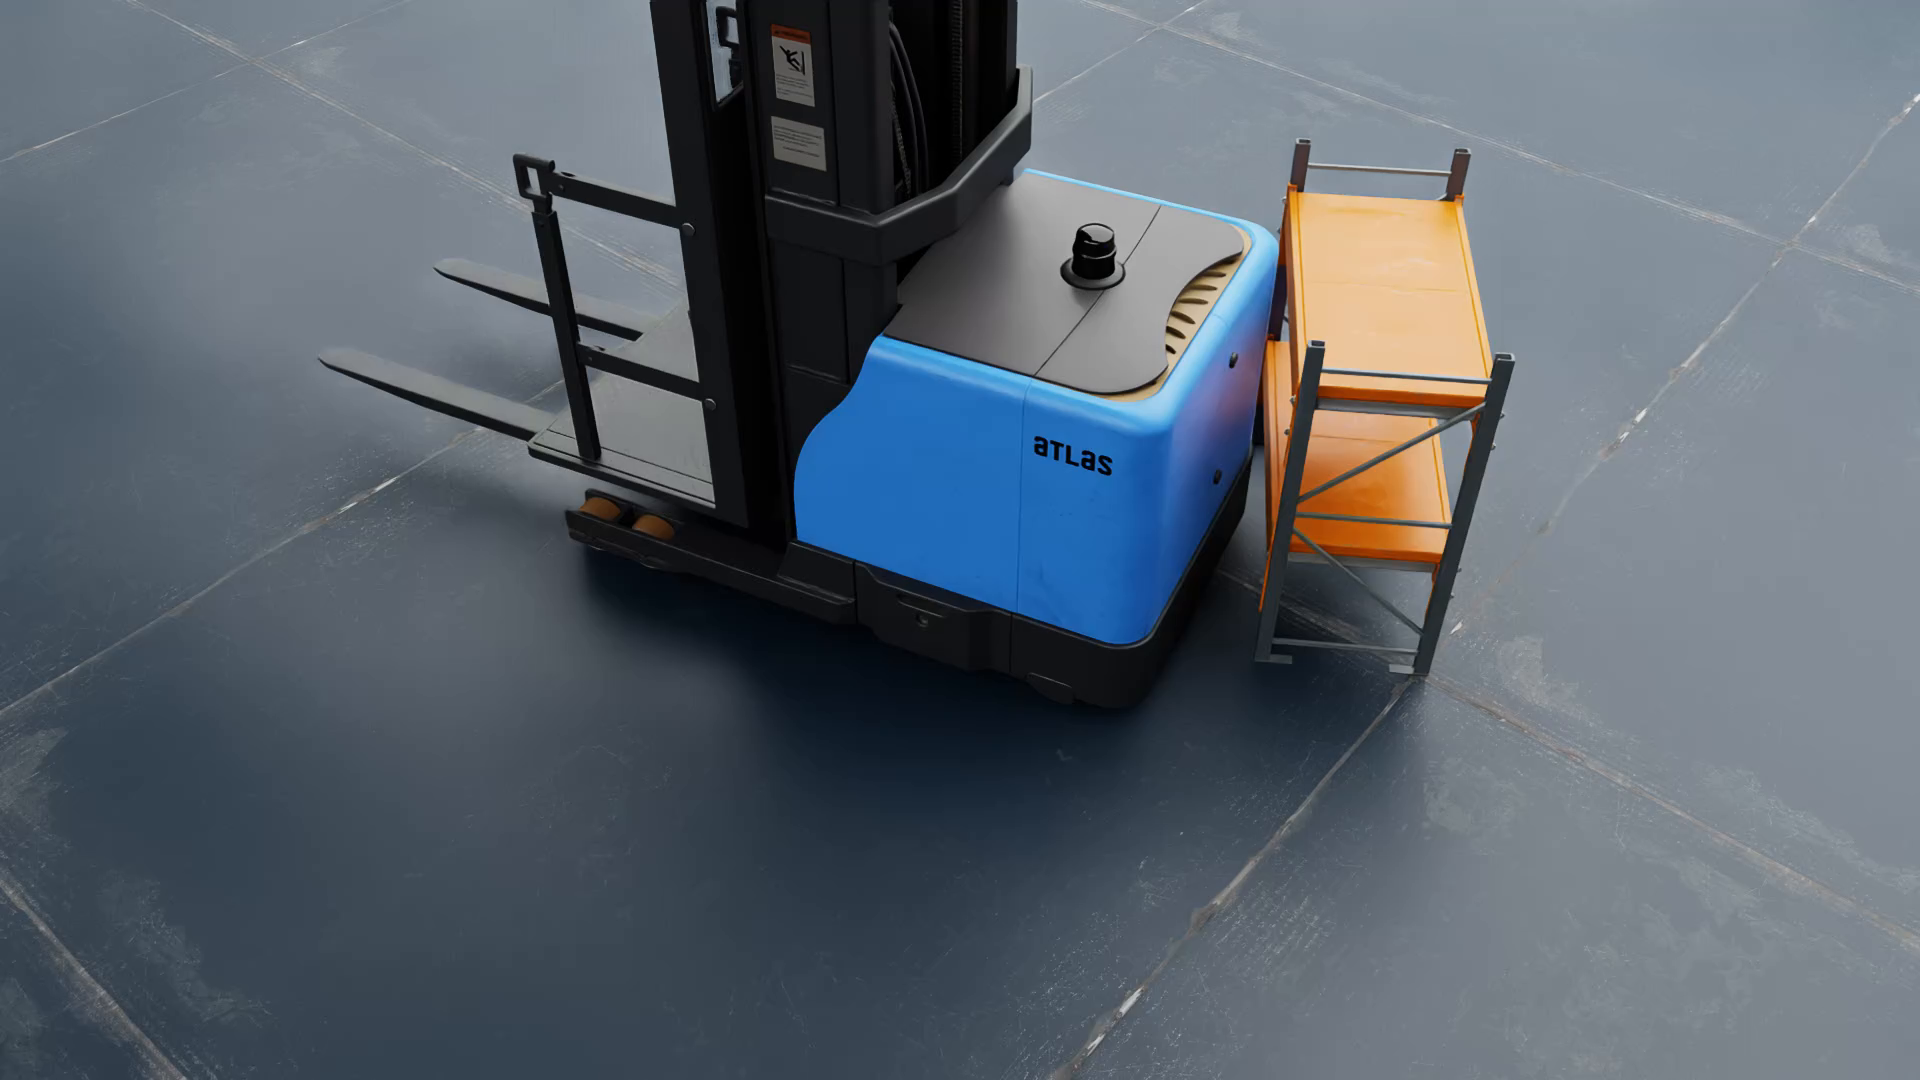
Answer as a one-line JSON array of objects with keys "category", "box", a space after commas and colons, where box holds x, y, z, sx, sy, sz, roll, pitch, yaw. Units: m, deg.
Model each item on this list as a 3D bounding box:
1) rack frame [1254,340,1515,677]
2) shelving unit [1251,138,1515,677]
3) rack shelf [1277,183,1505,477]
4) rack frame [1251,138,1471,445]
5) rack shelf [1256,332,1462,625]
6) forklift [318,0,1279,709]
[{"category": "rack frame", "box": [1.109, -0.051, 4.470, 0.500, 1.125, 0.032, 5, 42, 5]}, {"category": "shelving unit", "box": [1.170, -0.390, 4.843, 0.538, 1.125, 1.048, 5, 42, 5]}, {"category": "rack shelf", "box": [1.170, -0.607, 4.646, 0.538, 0.278, 1.000, 5, 42, 5]}, {"category": "rack frame", "box": [1.231, -0.730, 5.216, 0.500, 1.125, 0.032, 5, 42, 5]}, {"category": "rack shelf", "box": [1.170, -0.209, 5.008, 0.538, 0.278, 1.000, 5, 42, 5]}, {"category": "forklift", "box": [-0.656, -1.296, 4.497, 3.031, 2.935, 1.130, 18, 45, 19]}]
